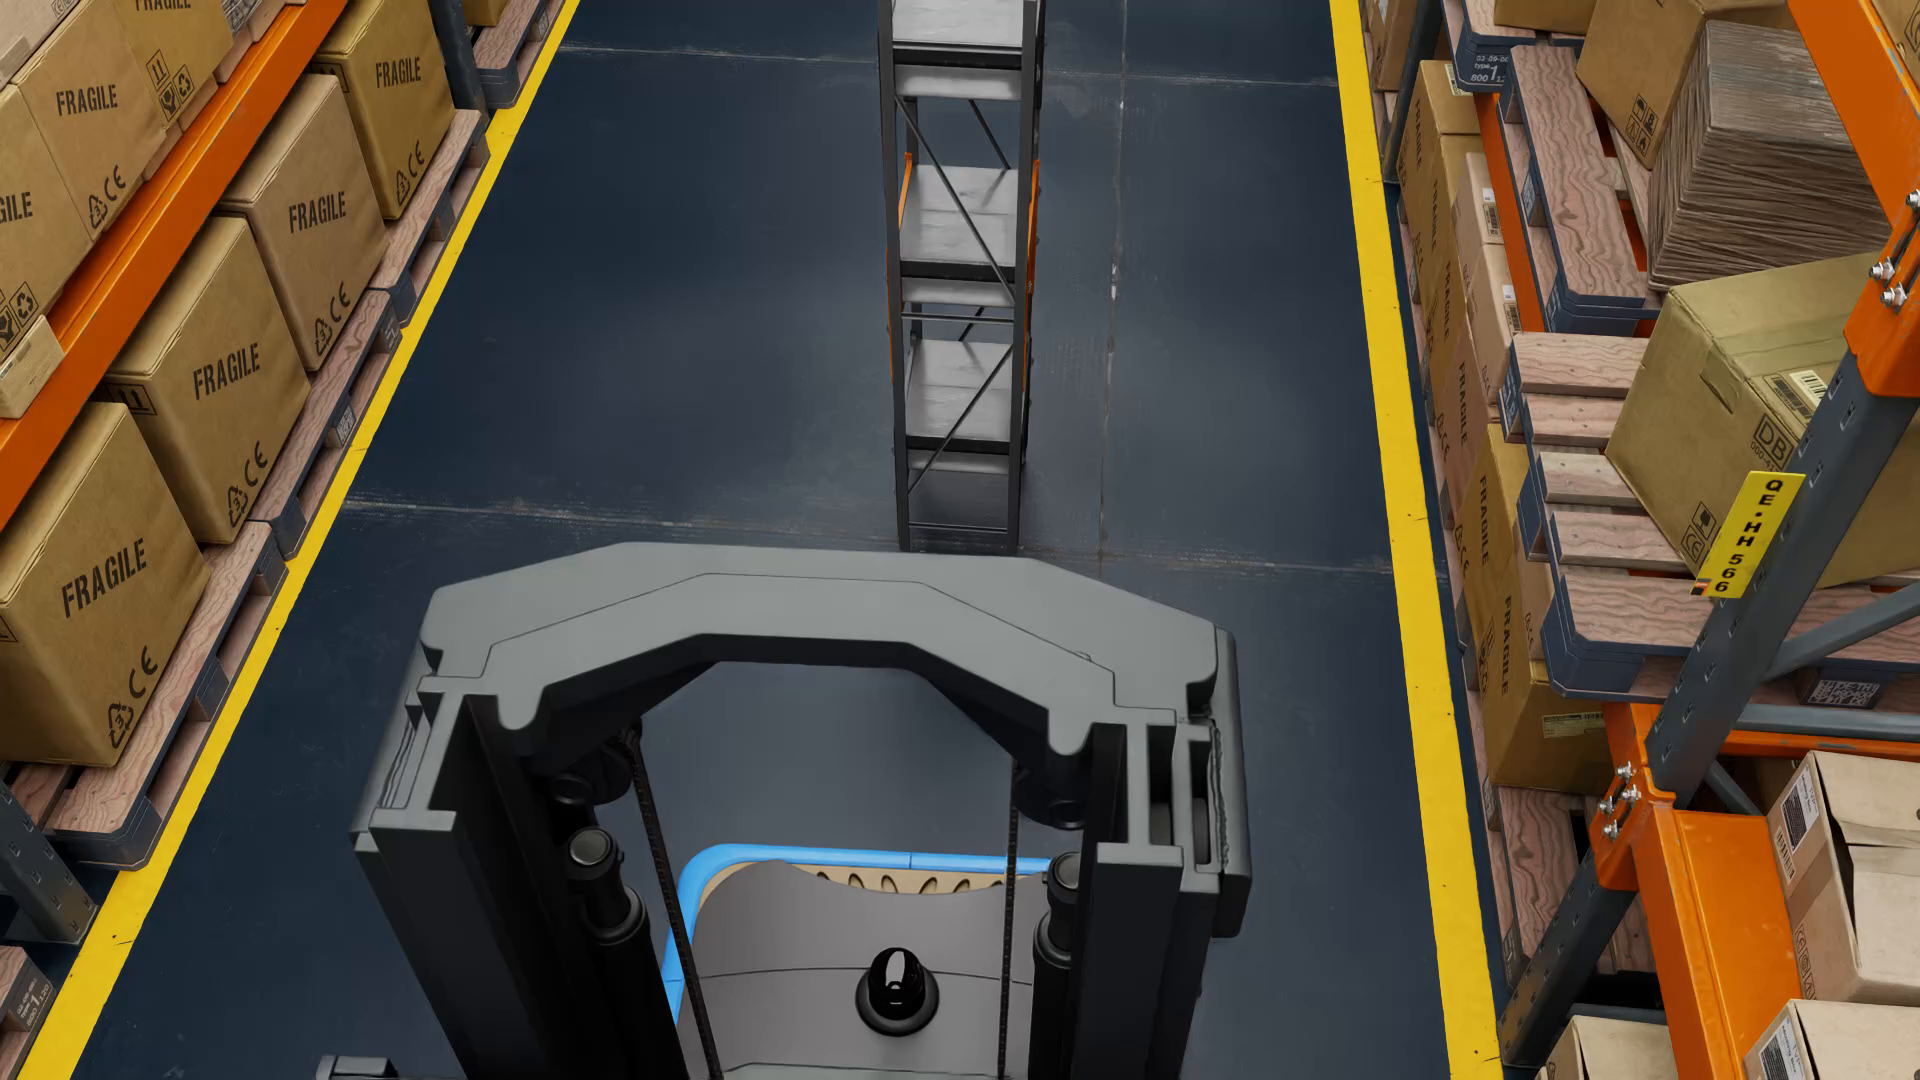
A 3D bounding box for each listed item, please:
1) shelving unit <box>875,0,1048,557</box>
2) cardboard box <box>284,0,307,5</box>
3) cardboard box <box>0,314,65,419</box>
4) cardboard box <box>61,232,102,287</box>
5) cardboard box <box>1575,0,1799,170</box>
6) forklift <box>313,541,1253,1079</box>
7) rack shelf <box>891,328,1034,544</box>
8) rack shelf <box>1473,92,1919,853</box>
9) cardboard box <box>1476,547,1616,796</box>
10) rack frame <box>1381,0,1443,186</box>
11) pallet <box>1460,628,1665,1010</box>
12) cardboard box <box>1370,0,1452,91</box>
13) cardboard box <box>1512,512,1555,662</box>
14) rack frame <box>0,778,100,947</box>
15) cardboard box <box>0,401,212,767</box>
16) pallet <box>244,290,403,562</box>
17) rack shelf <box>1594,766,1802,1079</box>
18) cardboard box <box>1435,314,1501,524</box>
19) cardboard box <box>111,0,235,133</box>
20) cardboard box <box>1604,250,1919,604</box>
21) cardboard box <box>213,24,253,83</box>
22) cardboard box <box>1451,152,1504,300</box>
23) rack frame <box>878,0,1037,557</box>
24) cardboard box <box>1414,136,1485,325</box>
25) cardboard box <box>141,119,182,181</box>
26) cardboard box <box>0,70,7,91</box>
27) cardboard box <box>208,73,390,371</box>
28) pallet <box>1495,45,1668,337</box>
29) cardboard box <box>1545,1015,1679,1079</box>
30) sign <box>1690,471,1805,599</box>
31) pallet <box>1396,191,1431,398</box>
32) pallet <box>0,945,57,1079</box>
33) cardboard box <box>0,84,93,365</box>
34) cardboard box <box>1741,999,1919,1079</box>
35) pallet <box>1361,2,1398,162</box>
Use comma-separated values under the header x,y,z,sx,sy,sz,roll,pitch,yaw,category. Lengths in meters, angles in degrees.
x,y,z,sx,sy,sz,roll,pitch,yaw,category
0.015,-0.830,5.086,0.431,2.100,0.503,4,48,4,shelving unit
-2.395,-1.963,5.669,0.380,0.149,0.250,4,48,4,cardboard box
-2.576,-0.464,4.298,0.380,0.149,0.250,5,48,5,cardboard box
-2.661,-0.849,4.650,0.380,0.149,0.250,5,48,4,cardboard box
2.222,-1.424,4.667,0.700,0.500,0.500,-7,48,-6,cardboard box
-0.191,1.514,2.379,1.130,2.935,3.031,2,48,2,forklift
0.015,-0.349,5.613,0.431,0.518,0.480,4,48,4,rack shelf
2.139,-0.838,4.971,1.077,0.370,4.000,4,48,4,rack shelf
1.808,0.381,4.765,0.500,0.500,0.500,6,48,5,cardboard box
2.321,-2.551,6.050,1.000,3.000,0.127,4,48,4,rack frame
2.062,0.784,4.890,1.003,0.211,1.213,4,48,4,pallet
2.091,-2.293,7.210,0.500,0.500,0.500,4,48,4,cardboard box
1.809,0.086,4.526,0.500,0.250,0.500,6,48,5,cardboard box
-2.977,0.058,3.664,1.000,3.000,0.127,4,48,4,rack frame
-2.779,0.111,4.788,0.750,0.750,0.750,3,48,3,cardboard box
-2.716,-0.469,6.036,1.003,0.211,1.213,4,48,4,pallet
1.774,2.101,2.283,1.077,0.370,4.000,4,48,4,rack shelf
1.897,-0.385,5.466,0.500,0.500,0.500,2,48,2,cardboard box
-2.535,-1.554,4.856,0.500,0.500,0.500,5,48,5,cardboard box
1.902,-0.257,3.600,0.700,0.500,0.500,-11,48,-10,cardboard box
-2.520,-1.605,5.342,0.380,0.149,0.250,3,48,2,cardboard box
1.943,-1.035,5.551,0.500,0.250,0.500,4,48,4,cardboard box
-0.007,-0.651,4.922,0.400,2.100,0.015,4,48,4,rack frame
1.997,-1.124,6.141,0.500,0.500,0.500,4,48,4,cardboard box
-2.587,-1.218,4.988,0.380,0.149,0.250,4,48,4,cardboard box
-2.630,-1.047,3.884,0.500,0.250,0.500,3,48,3,cardboard box
-2.620,-1.157,5.948,0.750,0.750,0.750,5,48,5,cardboard box
2.129,-0.976,4.740,1.003,0.211,1.213,4,48,4,pallet
1.617,1.351,3.680,0.500,0.311,0.500,5,48,5,cardboard box
1.415,-0.005,2.991,0.100,0.325,0.005,4,48,4,sign
2.285,-1.009,6.530,1.003,0.211,1.213,4,48,4,pallet
-3.049,1.574,4.168,1.003,0.211,1.213,4,48,4,pallet
-2.621,-0.806,4.172,0.500,0.500,0.500,5,48,5,cardboard box
1.682,1.063,2.805,0.500,0.311,0.500,3,48,3,cardboard box
2.385,-2.114,7.541,1.003,0.211,1.213,4,48,4,pallet
